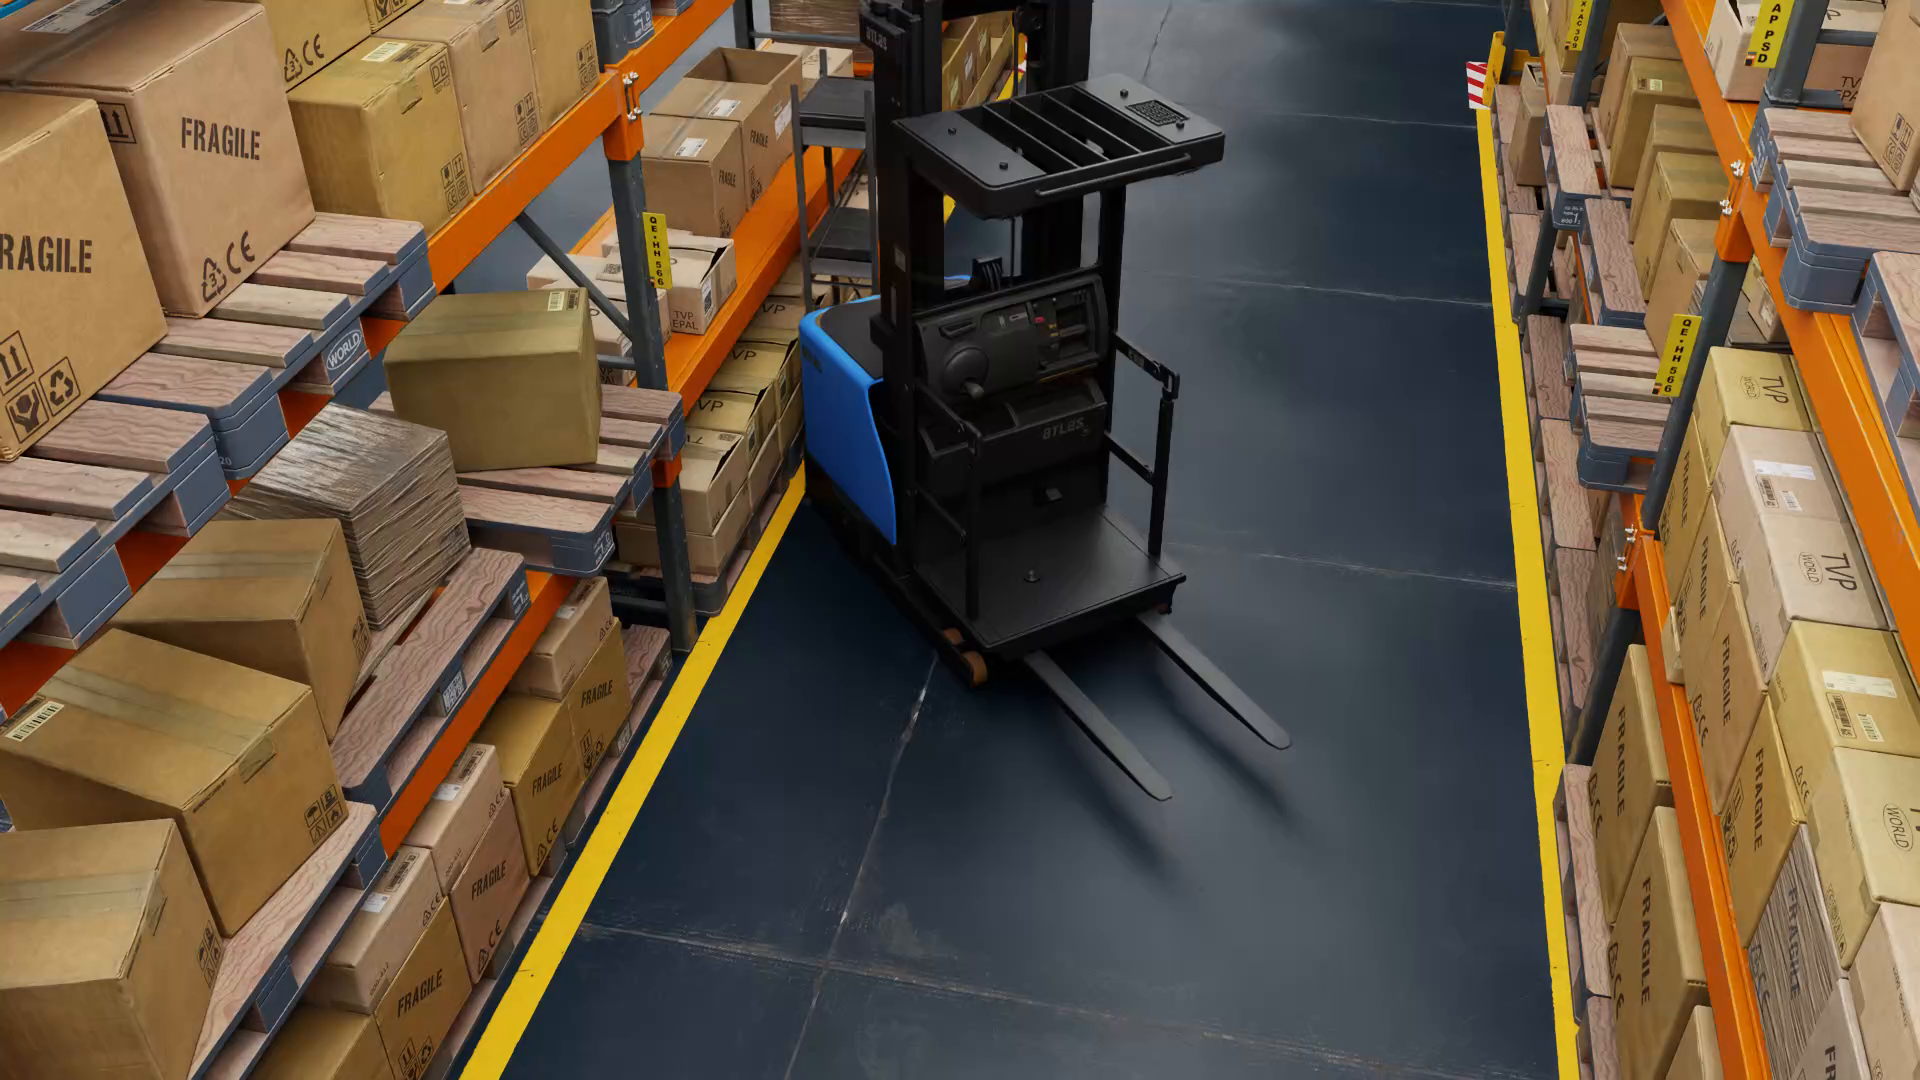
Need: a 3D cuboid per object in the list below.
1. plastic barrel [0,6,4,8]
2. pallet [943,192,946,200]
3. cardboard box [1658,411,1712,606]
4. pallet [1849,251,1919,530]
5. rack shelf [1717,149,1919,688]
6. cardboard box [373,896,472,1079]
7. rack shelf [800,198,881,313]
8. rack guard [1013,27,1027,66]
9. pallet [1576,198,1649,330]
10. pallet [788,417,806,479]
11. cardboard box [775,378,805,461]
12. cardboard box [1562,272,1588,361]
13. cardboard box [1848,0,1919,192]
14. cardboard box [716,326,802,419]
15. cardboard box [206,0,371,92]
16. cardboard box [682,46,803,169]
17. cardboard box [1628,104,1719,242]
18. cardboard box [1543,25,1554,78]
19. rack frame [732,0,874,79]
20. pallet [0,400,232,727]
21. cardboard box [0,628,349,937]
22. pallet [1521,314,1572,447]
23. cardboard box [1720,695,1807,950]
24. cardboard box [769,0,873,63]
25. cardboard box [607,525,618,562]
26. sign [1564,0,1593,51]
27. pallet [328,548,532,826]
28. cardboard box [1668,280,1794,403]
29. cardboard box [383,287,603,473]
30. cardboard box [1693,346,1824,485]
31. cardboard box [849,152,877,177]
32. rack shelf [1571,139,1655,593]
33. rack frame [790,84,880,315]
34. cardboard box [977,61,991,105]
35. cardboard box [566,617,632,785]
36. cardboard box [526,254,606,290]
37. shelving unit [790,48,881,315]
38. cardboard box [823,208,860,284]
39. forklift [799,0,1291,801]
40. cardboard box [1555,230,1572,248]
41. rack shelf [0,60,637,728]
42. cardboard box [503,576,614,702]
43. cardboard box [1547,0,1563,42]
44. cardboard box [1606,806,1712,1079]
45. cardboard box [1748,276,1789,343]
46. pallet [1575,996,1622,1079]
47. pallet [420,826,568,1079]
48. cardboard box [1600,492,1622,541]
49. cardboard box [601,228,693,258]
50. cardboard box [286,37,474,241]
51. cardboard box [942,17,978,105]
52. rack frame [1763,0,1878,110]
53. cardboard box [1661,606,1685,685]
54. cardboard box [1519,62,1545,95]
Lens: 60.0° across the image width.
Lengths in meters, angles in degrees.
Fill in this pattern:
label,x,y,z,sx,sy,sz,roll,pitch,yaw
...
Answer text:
label,x,y,z,sx,sy,sz,roll,pitch,yaw
plastic barrel,-6.142,-3.227,10.301,0.433,0.535,0.433,0,36,0
pallet,-0.675,-2.392,11.641,1.003,0.211,1.213,7,37,10
cardboard box,2.747,-0.081,5.720,0.500,0.500,0.500,8,37,11
pallet,2.779,-0.279,3.954,1.003,0.211,1.213,9,37,12
rack shelf,2.673,0.065,3.932,1.077,0.370,4.000,7,37,10
cardboard box,-2.036,1.510,5.635,0.500,0.500,0.500,8,37,11
rack shelf,-0.555,-1.436,8.731,0.431,0.518,0.480,7,37,10
rack guard,-0.026,-4.365,14.117,1.175,0.500,0.348,7,37,10
pallet,3.483,-1.221,7.812,1.003,0.211,1.213,7,37,10
pallet,-1.263,-0.813,9.461,1.003,0.211,1.213,7,37,10
cardboard box,-1.129,-0.684,8.894,0.500,0.250,0.500,6,36,9
cardboard box,3.814,-1.194,9.366,0.700,0.500,0.500,9,37,12
cardboard box,3.055,-1.312,4.758,0.700,0.500,0.500,5,36,6
cardboard box,-1.126,-0.919,8.739,0.500,0.311,0.500,6,36,9
cardboard box,-2.057,-1.603,4.683,0.500,0.500,0.500,7,37,10
cardboard box,-1.178,-2.371,9.150,0.500,0.500,0.500,10,37,13
cardboard box,3.576,-1.682,7.825,0.700,0.500,0.500,12,38,16
cardboard box,3.874,-2.993,10.205,0.500,0.250,0.500,7,37,10
rack frame,-0.885,-3.070,10.201,1.000,3.000,0.127,7,37,10
pallet,-2.386,0.012,3.551,1.213,0.211,1.003,7,37,10
cardboard box,-2.190,0.660,4.611,0.700,0.500,0.500,13,38,17
pallet,3.790,-0.876,9.549,1.003,0.211,1.213,7,37,10
cardboard box,2.415,0.802,4.502,0.500,0.500,0.500,8,37,11
cardboard box,-0.797,-3.366,10.523,0.700,0.500,0.500,6,36,9
cardboard box,-1.866,-0.166,8.179,0.500,0.250,0.500,8,37,11
sign,3.423,-2.866,9.181,0.100,0.325,0.005,7,37,10
pallet,-2.151,0.416,5.554,1.003,0.211,1.213,7,37,10
cardboard box,3.191,-0.648,6.398,0.700,0.500,0.500,3,36,4
cardboard box,-1.764,-0.613,6.366,0.700,0.500,0.500,-4,36,-6
cardboard box,2.745,-0.387,5.503,0.500,0.250,0.500,8,37,11
cardboard box,-0.480,-2.657,10.977,0.500,0.500,0.500,7,37,10
rack shelf,3.528,-1.014,7.976,1.077,0.370,4.000,7,37,10
rack frame,-0.608,-1.307,8.531,0.400,2.100,0.015,7,37,10
cardboard box,-0.057,-3.501,12.780,0.500,0.250,0.500,7,37,10
cardboard box,-1.710,0.622,6.861,0.500,0.500,0.500,9,37,12
cardboard box,-1.818,-1.226,7.869,0.380,0.149,0.250,7,37,10
shelving unit,-0.555,-1.447,8.723,0.431,2.100,0.503,7,37,10
cardboard box,-0.797,-1.787,9.937,0.500,0.311,0.500,8,37,11
forklift,0.351,-0.825,7.160,1.130,2.935,3.031,-18,40,-24
cardboard box,4.137,-2.218,10.779,0.500,0.500,0.500,5,36,6
rack shelf,-2.167,-0.554,4.785,1.077,0.370,4.000,7,37,10
cardboard box,-1.718,0.352,6.595,0.500,0.250,0.500,9,37,12
cardboard box,3.855,-3.299,9.988,0.500,0.500,0.500,7,37,10
cardboard box,2.622,1.448,5.440,0.750,0.750,0.750,7,37,10
cardboard box,3.145,-0.841,6.112,0.380,0.149,0.250,3,36,4
pallet,2.596,2.110,5.428,1.003,0.211,1.213,7,37,10
pallet,-2.199,1.472,6.309,1.003,0.211,1.213,7,37,10
cardboard box,3.427,-0.025,7.753,0.700,0.500,0.500,7,37,10
cardboard box,-1.522,-1.414,8.129,0.380,0.149,0.250,10,37,13
cardboard box,-2.020,-1.187,4.961,0.910,0.500,0.500,7,37,10
cardboard box,-0.162,-3.518,12.164,0.500,0.500,0.500,7,37,10
rack frame,3.100,-2.588,4.422,1.000,3.000,0.127,7,37,10
cardboard box,2.602,0.380,5.637,0.380,0.149,0.250,8,37,11
cardboard box,4.573,-3.449,12.639,0.500,0.311,0.500,3,36,5
